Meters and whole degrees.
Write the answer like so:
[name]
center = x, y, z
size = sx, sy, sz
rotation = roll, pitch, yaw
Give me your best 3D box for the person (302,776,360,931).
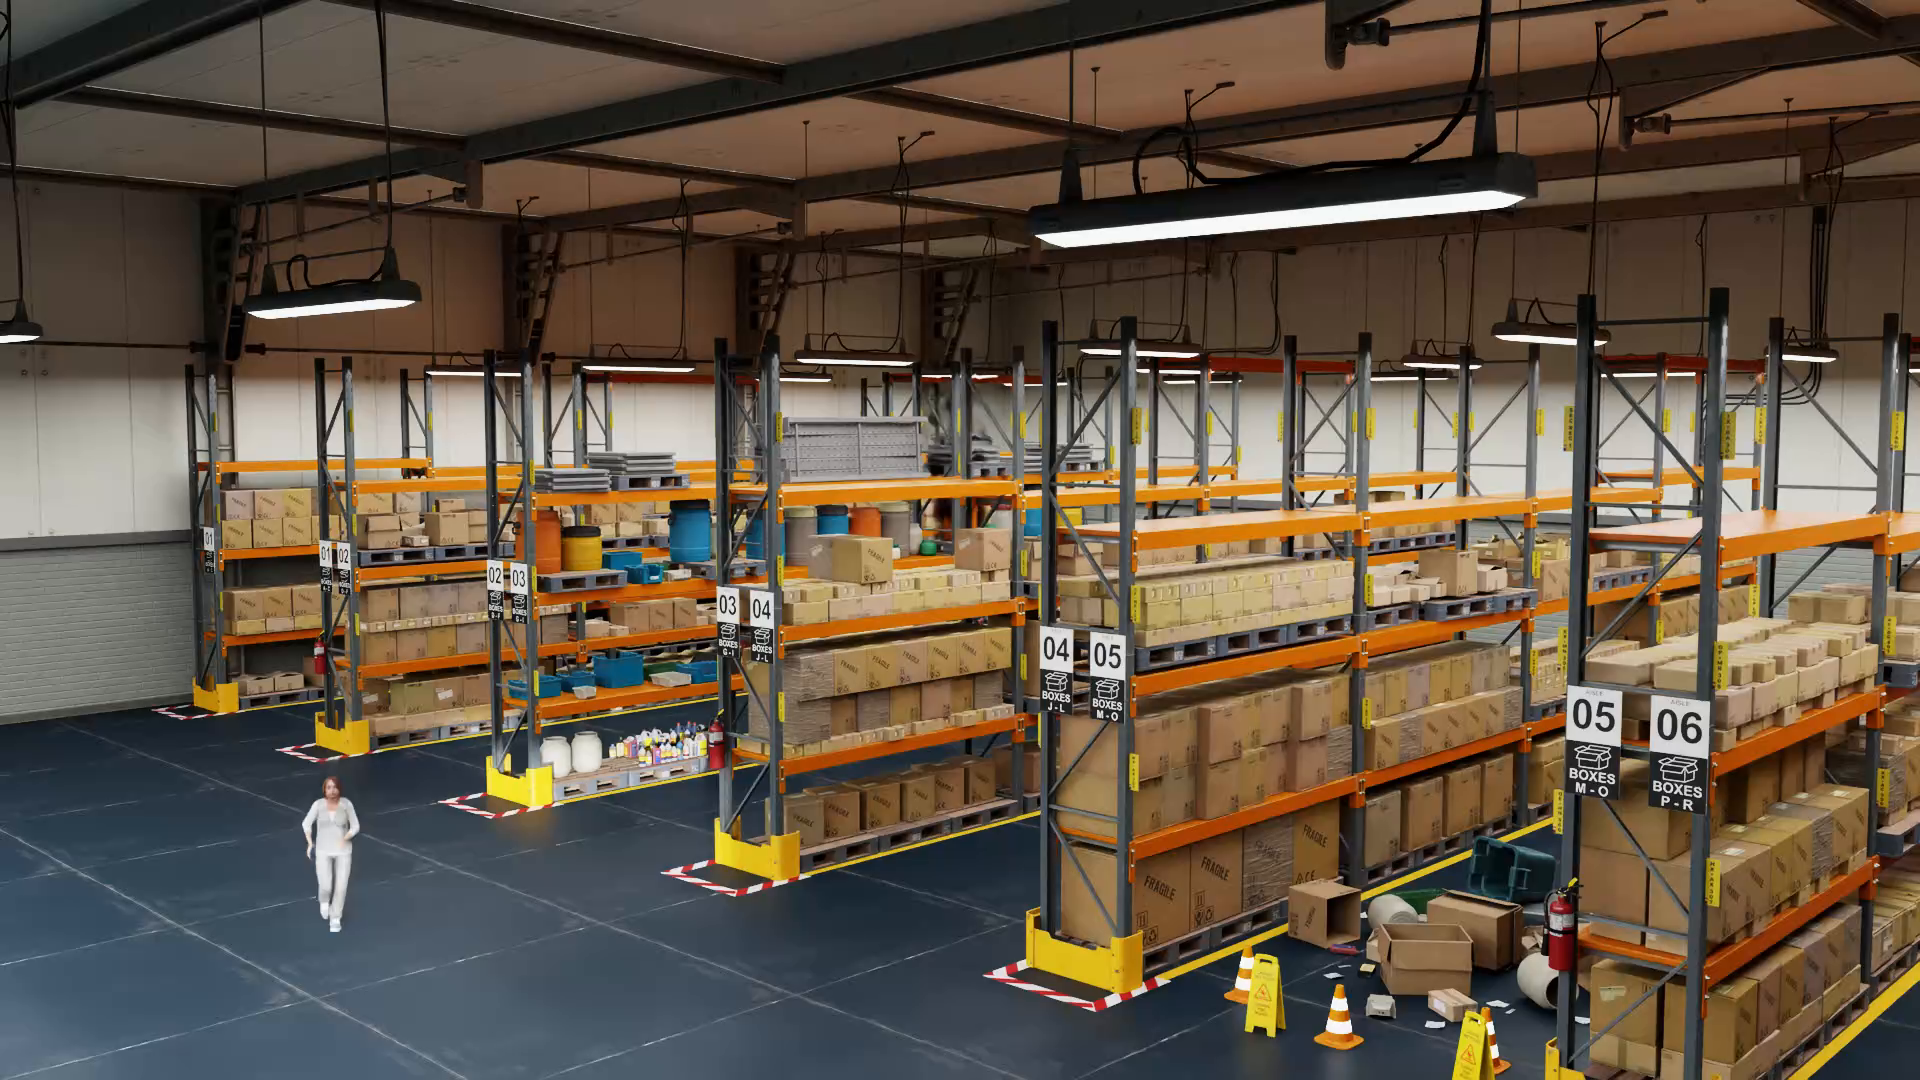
[person]
center = -6.225, 3.125, 16.496
size = 0.529, 1.558, 0.507
rotation = -2, 5, -23
